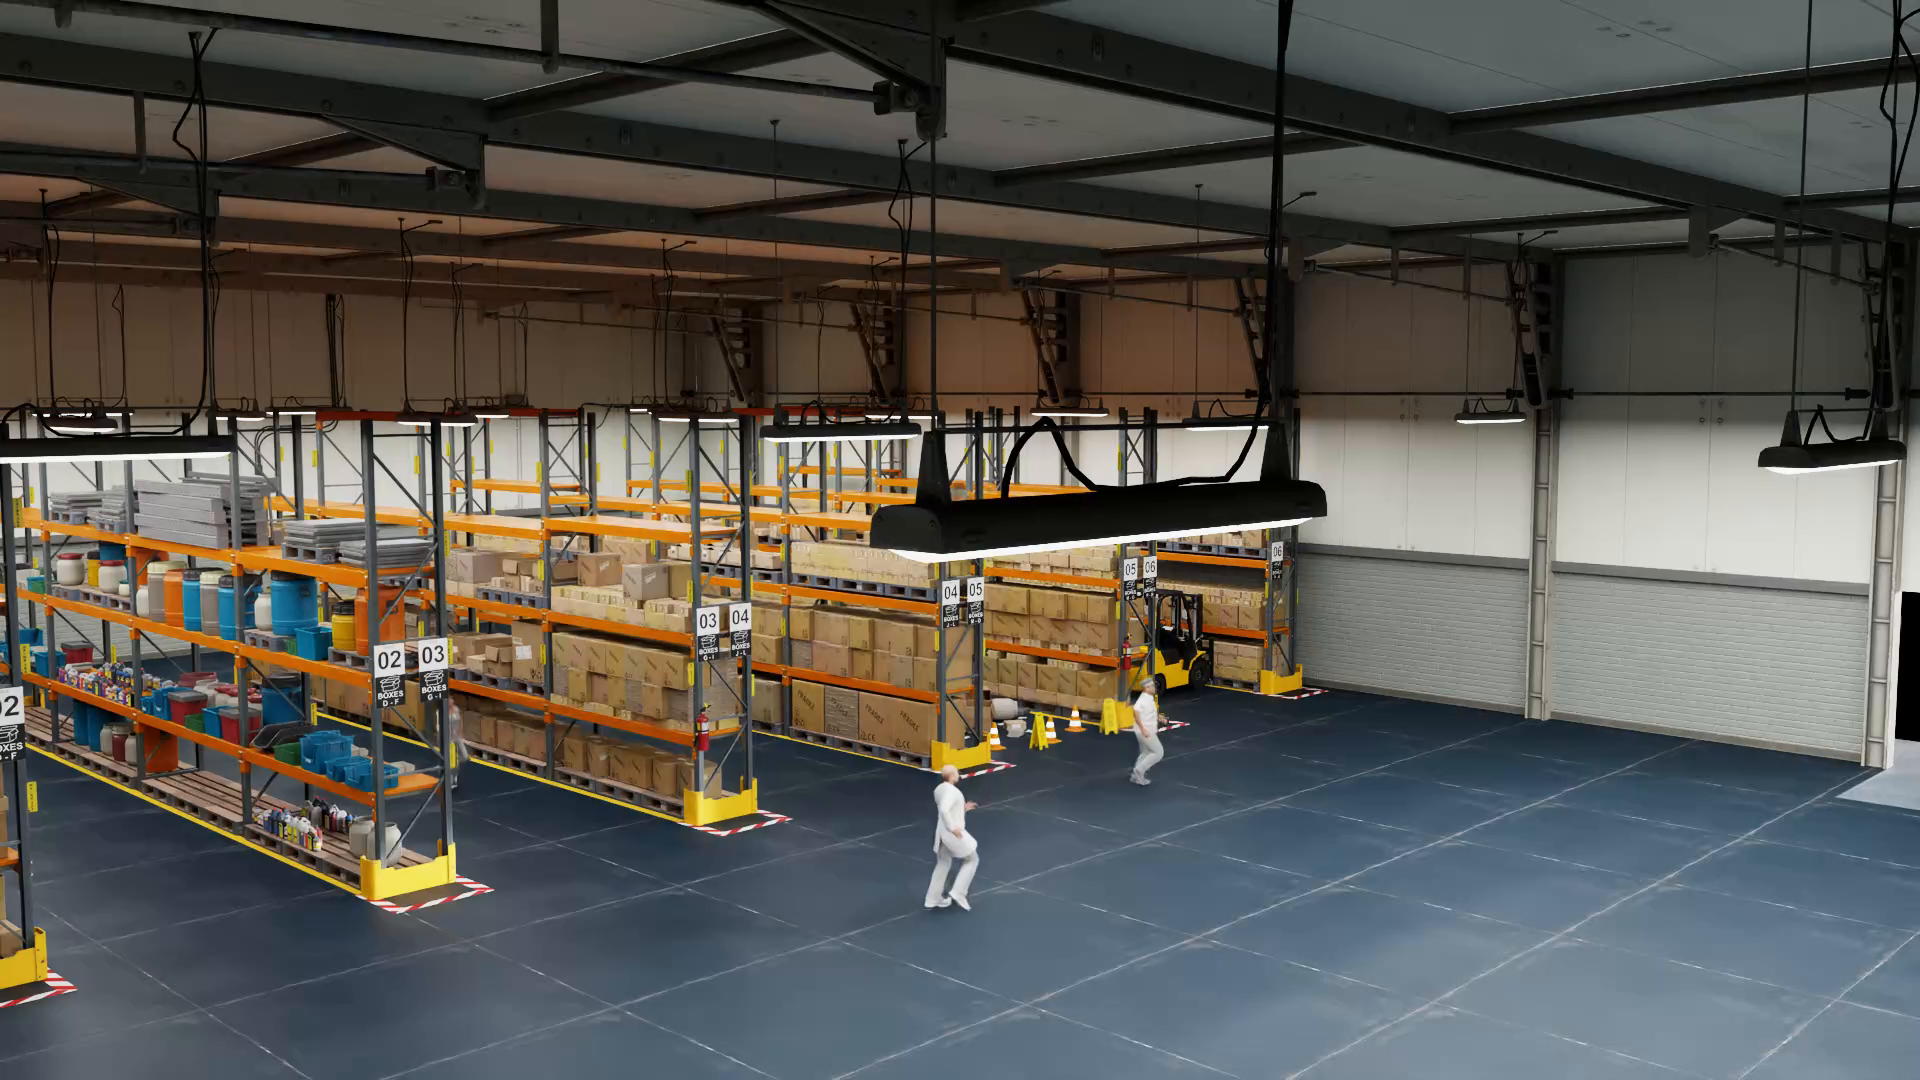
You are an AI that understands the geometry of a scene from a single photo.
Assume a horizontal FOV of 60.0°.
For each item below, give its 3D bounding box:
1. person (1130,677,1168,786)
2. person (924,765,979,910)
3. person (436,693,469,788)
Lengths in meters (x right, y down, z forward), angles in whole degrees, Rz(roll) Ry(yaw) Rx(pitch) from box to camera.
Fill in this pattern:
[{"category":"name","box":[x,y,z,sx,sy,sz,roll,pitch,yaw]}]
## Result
[{"category":"person","box":[3.062,3.077,26.867,0.605,1.749,0.655,0,5,1]},{"category":"person","box":[-0.092,3.647,20.357,0.742,1.815,0.685,-3,6,-30]},{"category":"person","box":[-8.068,3.198,26.446,0.586,1.558,0.508,4,6,37]}]
